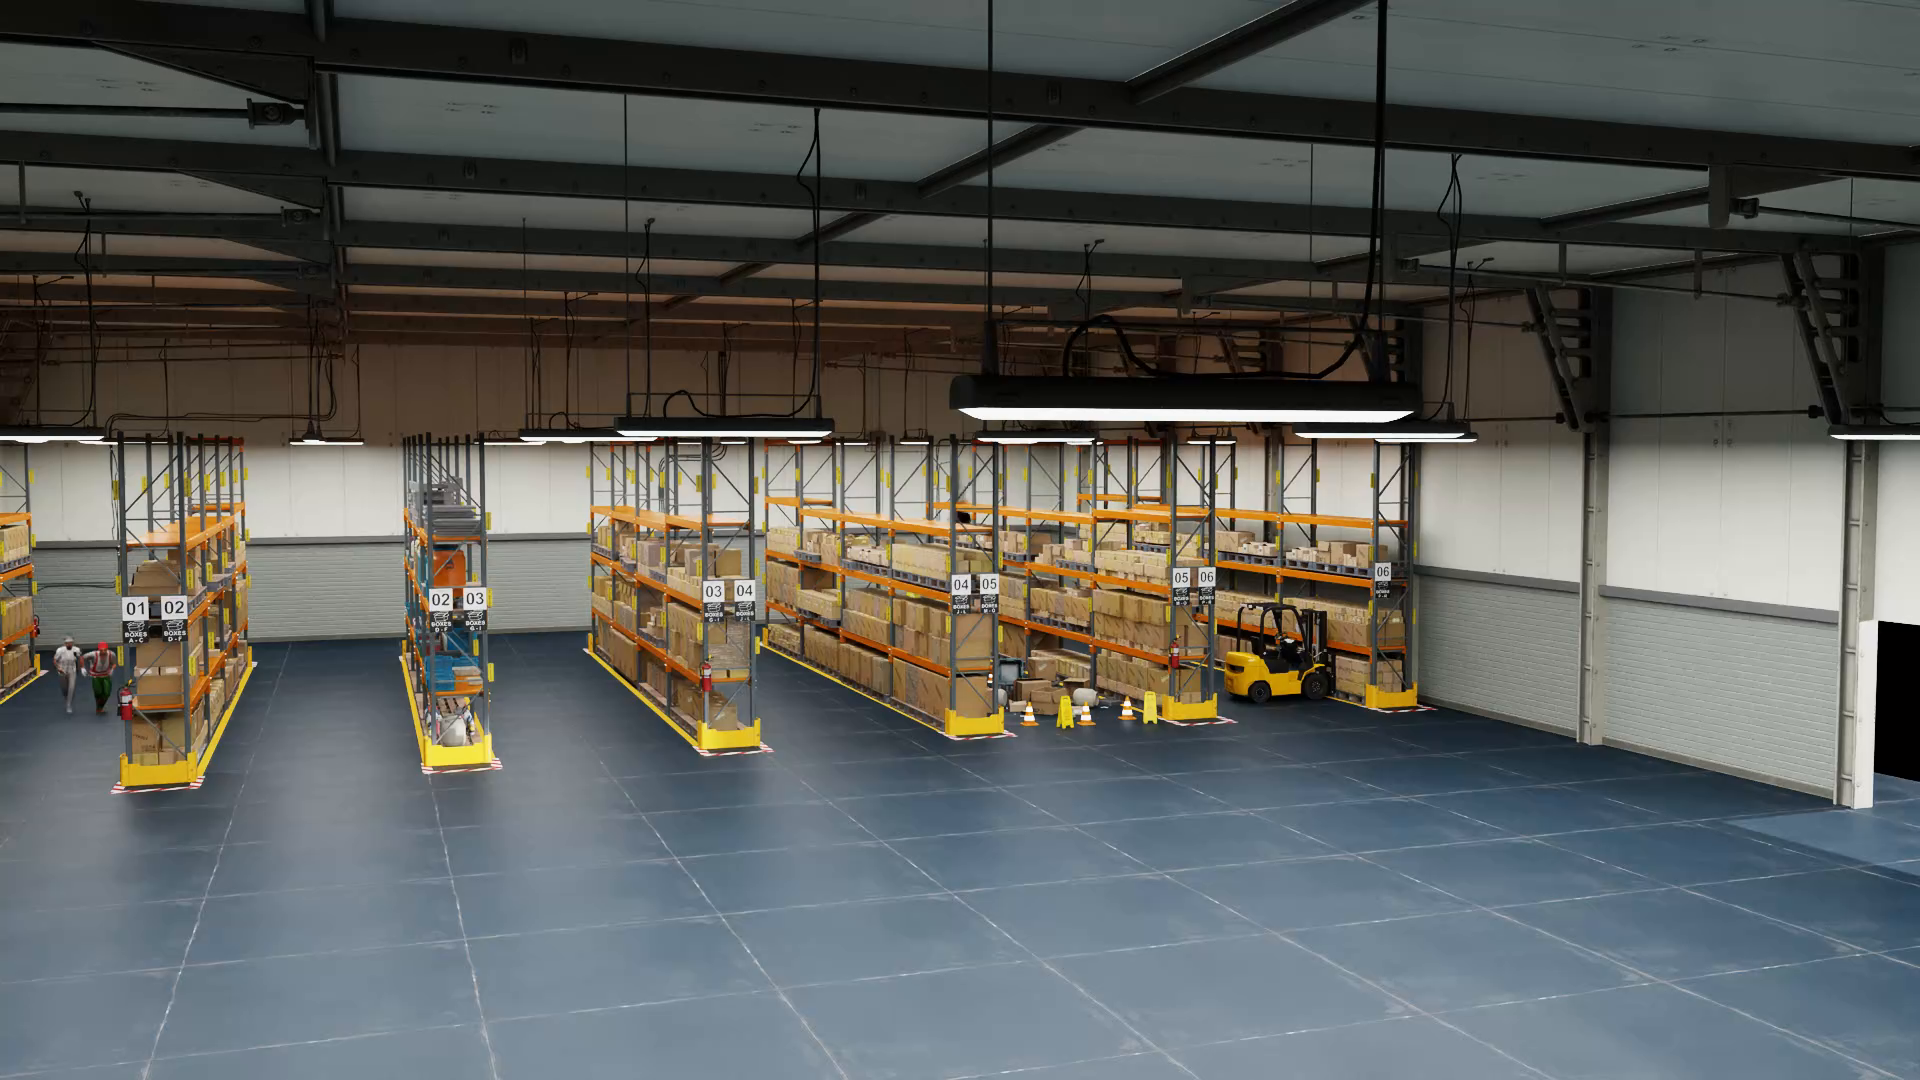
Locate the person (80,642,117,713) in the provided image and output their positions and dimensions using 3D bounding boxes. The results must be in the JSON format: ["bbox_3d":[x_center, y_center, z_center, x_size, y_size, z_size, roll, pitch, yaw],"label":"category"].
[{"bbox_3d":[-18.461,2.956,35.662,0.692,1.586,0.832,-3,4,-39],"label":"person"}]

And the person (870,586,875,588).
[{"bbox_3d":[-2.371,2.140,45.202,0.641,1.793,0.650,-1,3,-24],"label":"person"}]

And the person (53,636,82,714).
[{"bbox_3d":[-19.419,2.910,36.221,0.573,1.677,1.006,-2,4,-28],"label":"person"}]

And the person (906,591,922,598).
[{"bbox_3d":[-1.447,1.998,51.666,0.687,1.728,0.699,-2,4,-33],"label":"person"}]
